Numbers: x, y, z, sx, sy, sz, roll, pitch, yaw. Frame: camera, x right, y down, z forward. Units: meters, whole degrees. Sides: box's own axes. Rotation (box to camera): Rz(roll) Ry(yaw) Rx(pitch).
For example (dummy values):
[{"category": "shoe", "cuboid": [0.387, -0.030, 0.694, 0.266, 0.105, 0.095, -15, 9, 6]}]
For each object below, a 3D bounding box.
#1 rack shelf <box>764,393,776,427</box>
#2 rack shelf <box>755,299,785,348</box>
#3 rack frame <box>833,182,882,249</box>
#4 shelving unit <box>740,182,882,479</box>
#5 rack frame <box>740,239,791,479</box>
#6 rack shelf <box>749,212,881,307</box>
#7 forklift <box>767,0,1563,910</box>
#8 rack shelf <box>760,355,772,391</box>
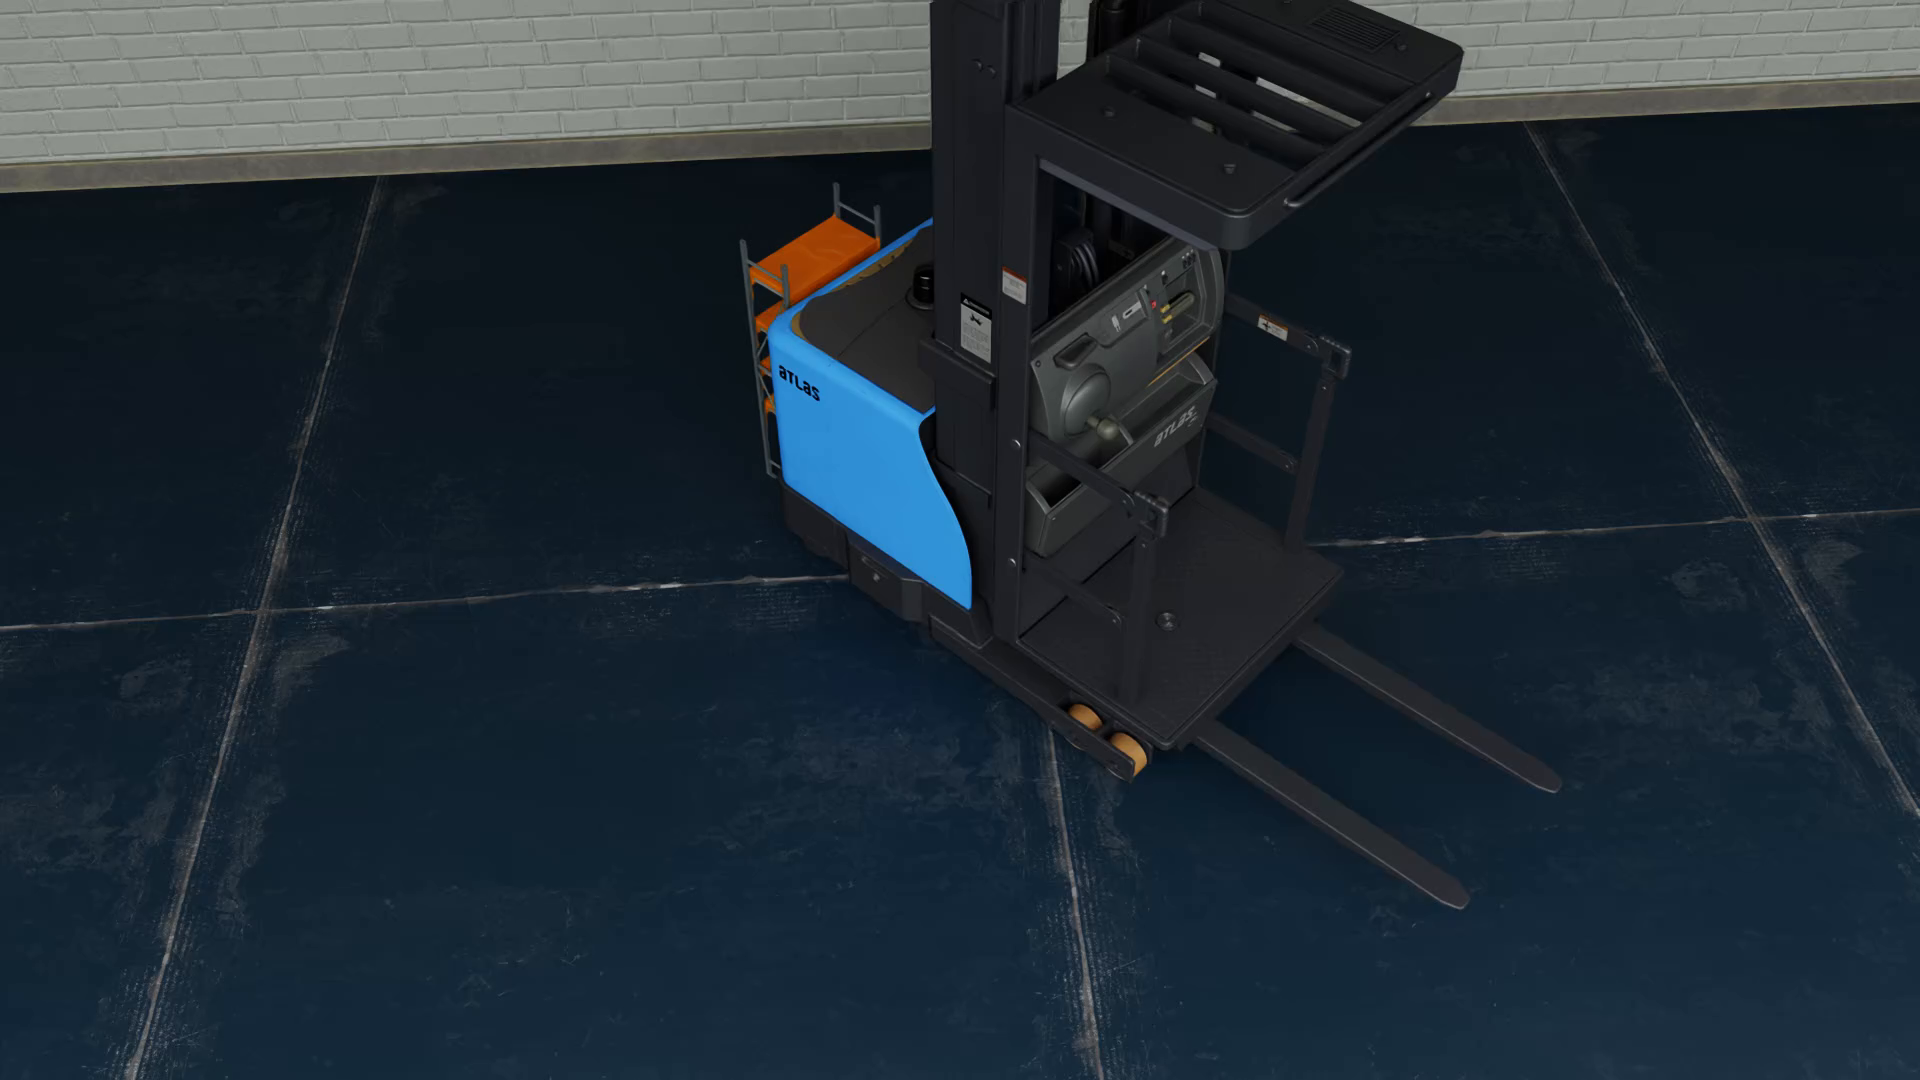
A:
[{"category": "rack shelf", "cuboid": [-0.558, -0.588, 6.847, 0.258, 0.148, 0.480, 33, 55, 27]}, {"category": "rack shelf", "cuboid": [-0.558, -0.879, 6.541, 0.258, 0.148, 0.480, 33, 55, 27]}, {"category": "rack frame", "cuboid": [-0.396, -0.903, 6.779, 0.240, 1.200, 0.015, 33, 55, 27]}, {"category": "shelving unit", "cuboid": [-0.558, -0.771, 6.654, 0.258, 1.200, 0.503, 33, 55, 27]}, {"category": "rack frame", "cuboid": [-0.721, -0.639, 6.529, 0.240, 1.200, 0.015, 33, 55, 27]}, {"category": "rack shelf", "cuboid": [-0.558, -1.042, 6.369, 0.258, 0.148, 0.480, 33, 55, 27]}, {"category": "forklift", "cuboid": [0.711, -0.590, 5.290, 3.031, 2.935, 1.130, 33, 55, 28]}, {"category": "rack shelf", "cuboid": [-0.558, -0.725, 6.703, 0.258, 0.148, 0.480, 33, 55, 27]}]
